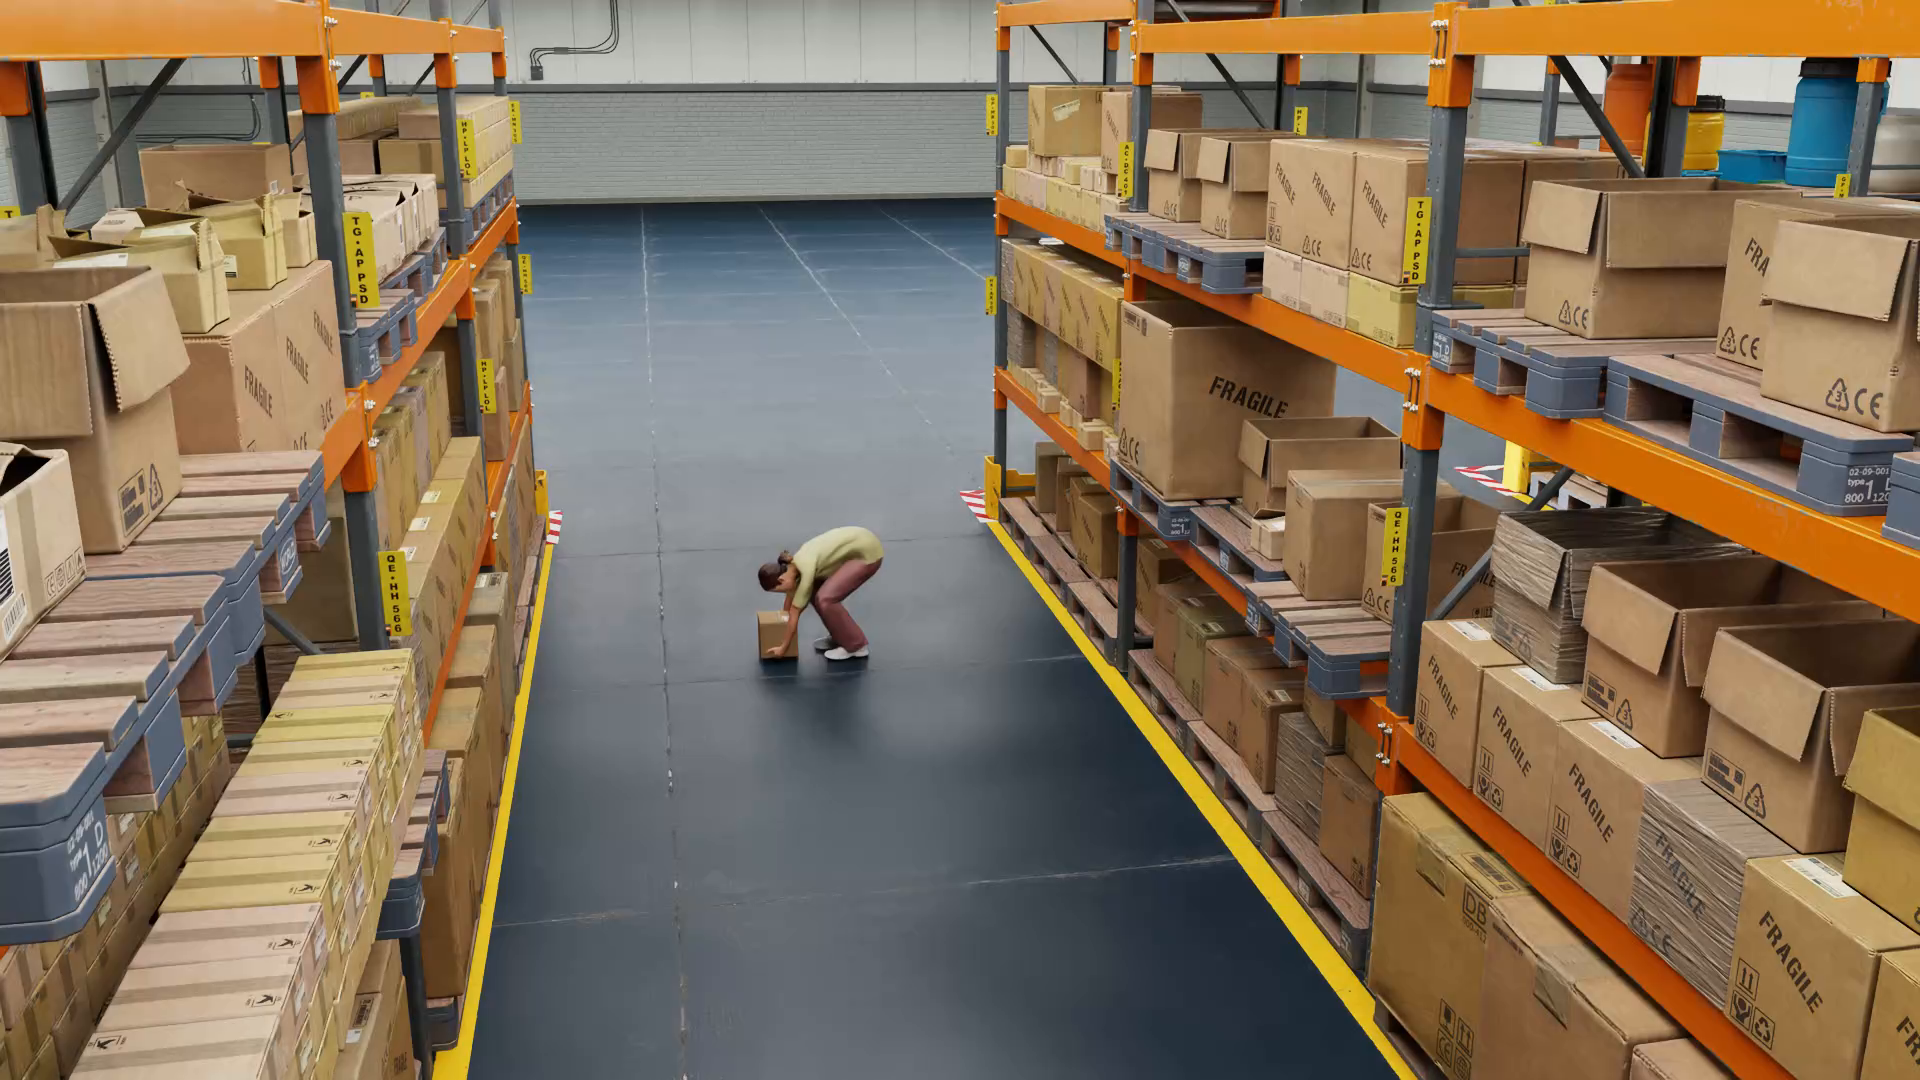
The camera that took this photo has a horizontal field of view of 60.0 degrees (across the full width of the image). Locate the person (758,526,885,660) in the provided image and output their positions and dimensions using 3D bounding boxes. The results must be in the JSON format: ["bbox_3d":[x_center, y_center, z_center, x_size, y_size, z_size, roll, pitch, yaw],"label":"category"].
[{"bbox_3d":[-0.934,0.362,11.241,0.848,0.864,0.468,-4,17,-13],"label":"person"}]
